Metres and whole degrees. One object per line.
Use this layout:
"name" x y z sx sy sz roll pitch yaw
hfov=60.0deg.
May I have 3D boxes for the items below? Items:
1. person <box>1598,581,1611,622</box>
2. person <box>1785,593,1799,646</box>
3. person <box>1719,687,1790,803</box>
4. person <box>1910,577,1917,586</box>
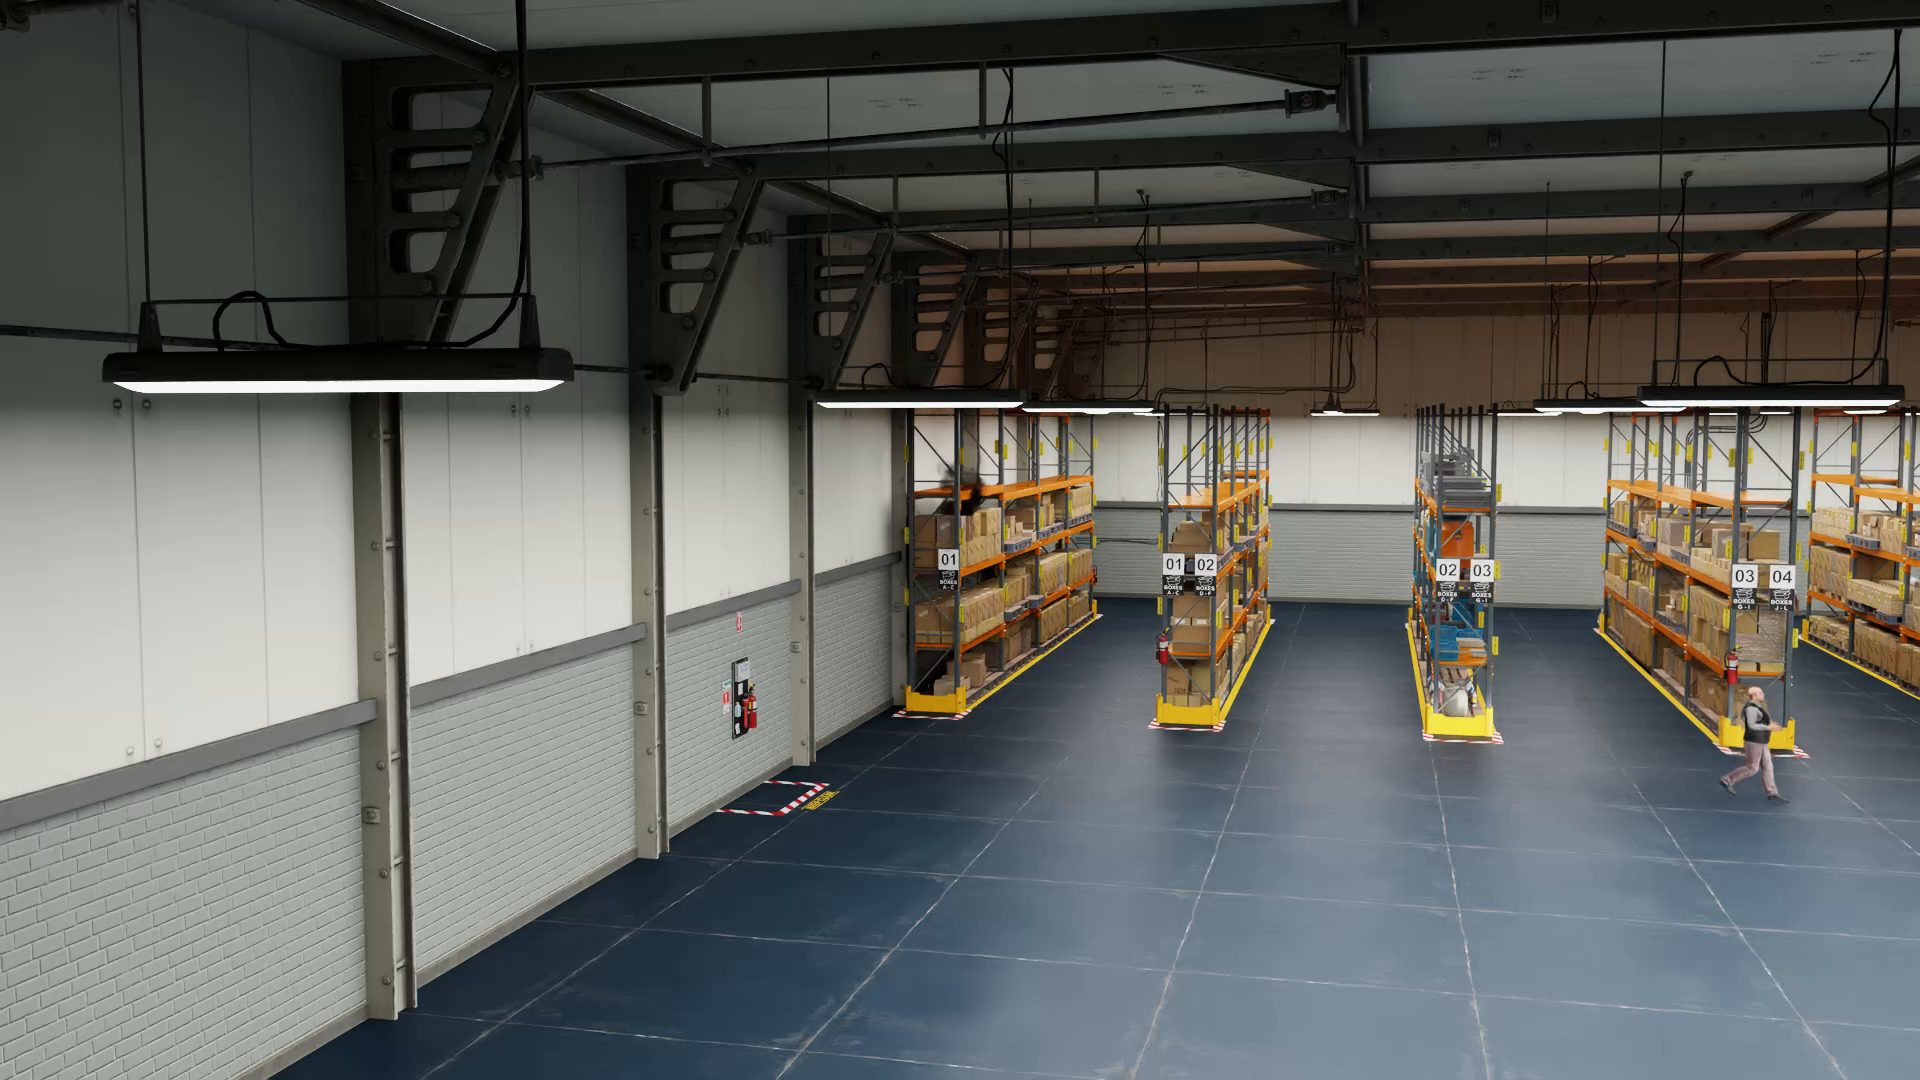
"person" 17.907 1.598 45.931 0.599 1.650 0.559 4 6 44
"person" 20.281 1.858 40.962 0.711 1.772 0.980 1 4 13
"person" 11.857 3.035 24.775 0.955 1.713 0.660 3 5 33
"person" 23.999 1.815 41.925 0.669 1.761 0.754 1 4 17
